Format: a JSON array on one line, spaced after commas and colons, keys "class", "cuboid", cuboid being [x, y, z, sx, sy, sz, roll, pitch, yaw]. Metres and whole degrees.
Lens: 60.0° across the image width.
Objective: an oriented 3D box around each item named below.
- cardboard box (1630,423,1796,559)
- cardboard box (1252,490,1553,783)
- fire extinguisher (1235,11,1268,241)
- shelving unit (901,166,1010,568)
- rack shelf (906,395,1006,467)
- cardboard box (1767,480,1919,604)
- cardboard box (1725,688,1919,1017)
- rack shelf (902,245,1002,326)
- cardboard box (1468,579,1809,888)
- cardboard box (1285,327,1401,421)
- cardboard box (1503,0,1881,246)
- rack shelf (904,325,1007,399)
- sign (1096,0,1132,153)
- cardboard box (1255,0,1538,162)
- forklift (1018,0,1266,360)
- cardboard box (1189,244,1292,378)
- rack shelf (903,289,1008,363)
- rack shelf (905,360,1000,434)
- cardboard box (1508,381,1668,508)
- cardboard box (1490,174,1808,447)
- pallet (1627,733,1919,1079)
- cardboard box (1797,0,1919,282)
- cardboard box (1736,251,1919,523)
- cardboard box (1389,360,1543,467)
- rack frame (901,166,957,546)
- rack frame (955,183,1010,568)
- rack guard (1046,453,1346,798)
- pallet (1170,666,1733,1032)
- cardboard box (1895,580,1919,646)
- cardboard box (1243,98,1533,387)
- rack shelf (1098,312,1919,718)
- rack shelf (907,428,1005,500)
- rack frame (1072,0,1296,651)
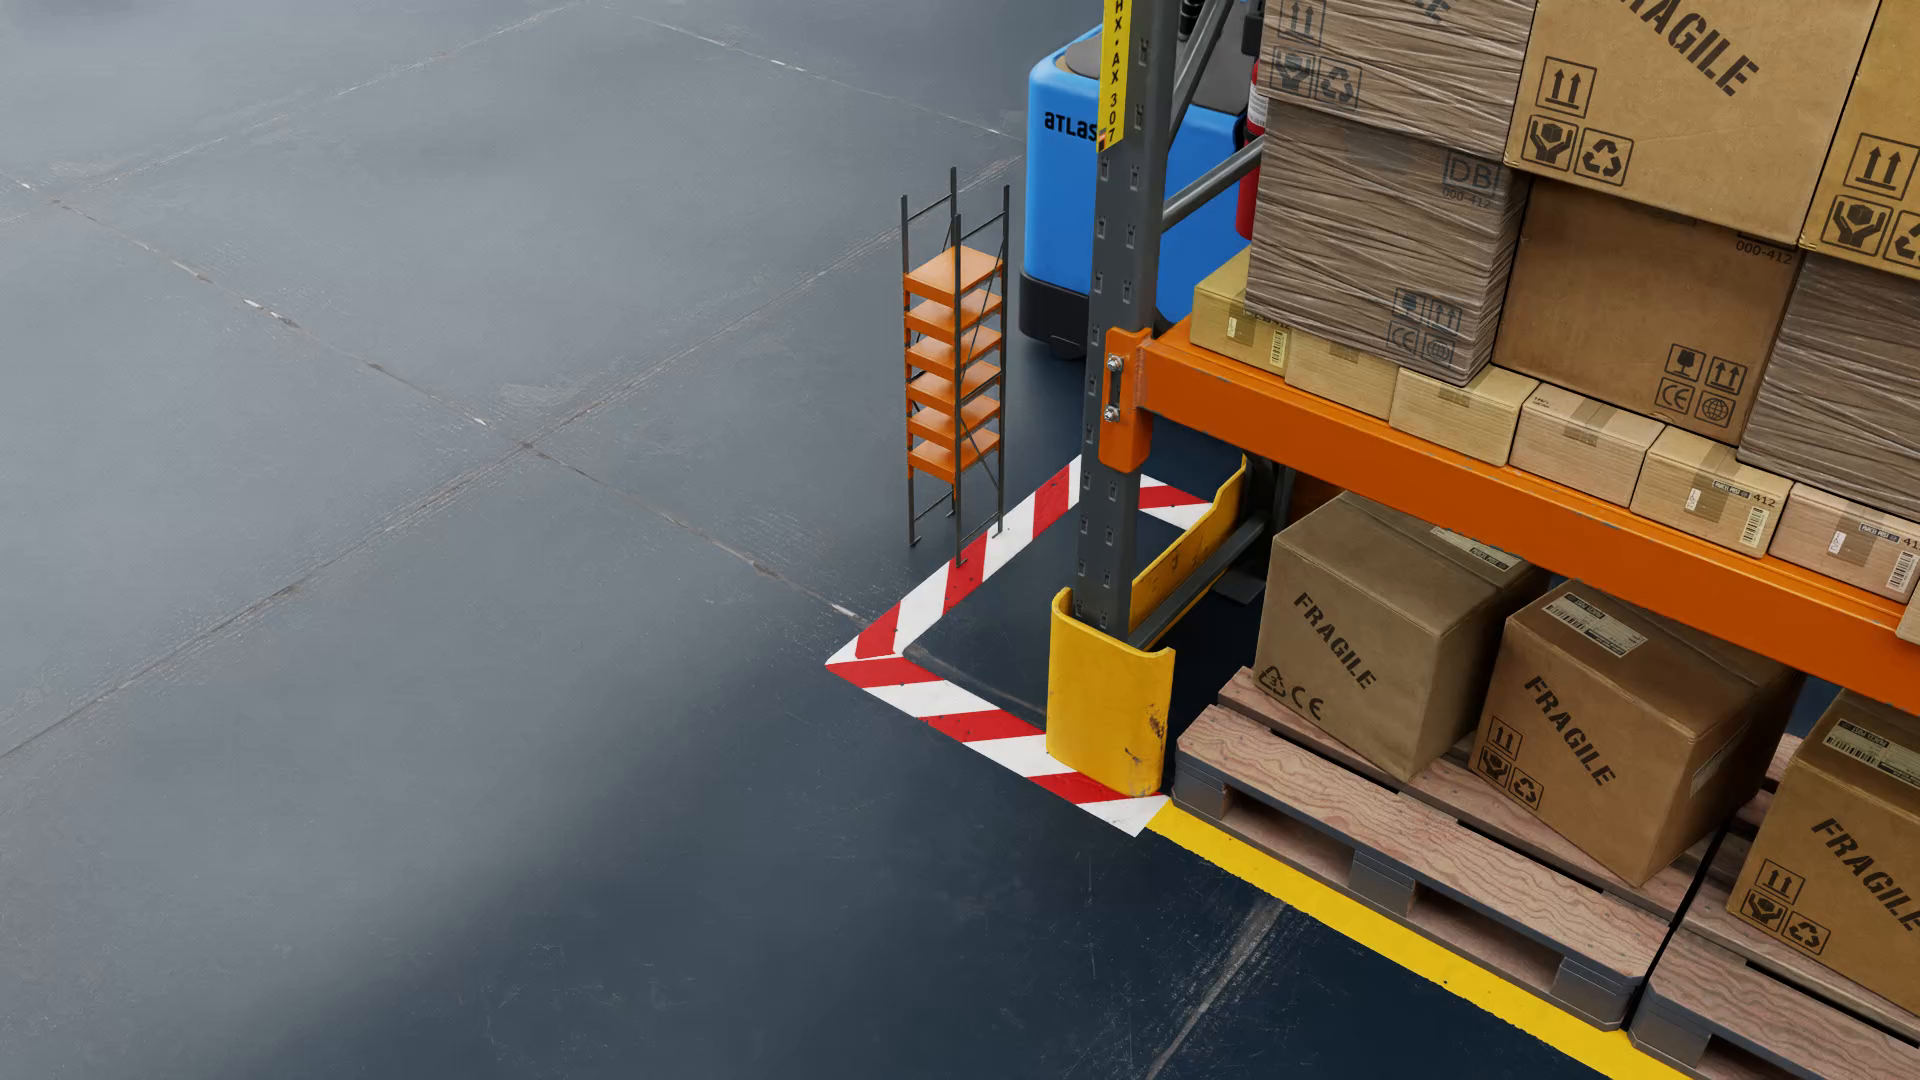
[{"class": "cardboard box", "cuboid": [1.502, -0.157, 3.221, 0.250, 0.149, 0.380, 25, 45, 29]}, {"class": "cardboard box", "cuboid": [1.124, 0.197, 4.252, 0.500, 0.500, 0.500, -29, 46, -32]}, {"class": "fire extinguisher", "cuboid": [0.828, -1.102, 4.287, 0.183, 0.674, 0.296, 25, 45, 29]}, {"class": "shelving unit", "cuboid": [-0.012, -0.478, 4.887, 0.189, 1.200, 0.258, 25, 45, 29]}, {"class": "rack shelf", "cuboid": [-0.012, -0.349, 4.988, 0.180, 0.103, 0.258, 25, 45, 29]}, {"class": "cardboard box", "cuboid": [1.717, -0.076, 3.118, 0.250, 0.149, 0.380, 25, 45, 29]}, {"class": "cardboard box", "cuboid": [2.106, 0.648, 3.676, 0.500, 0.500, 0.500, 30, 47, 32]}, {"class": "rack shelf", "cuboid": [-0.012, -0.727, 4.693, 0.180, 0.103, 0.258, 25, 45, 29]}, {"class": "cardboard box", "cuboid": [1.620, 0.404, 3.987, 0.500, 0.500, 0.500, -25, 45, -29]}, {"class": "cardboard box", "cuboid": [0.907, -0.438, 3.580, 0.250, 0.149, 0.380, 25, 45, 29]}, {"class": "cardboard box", "cuboid": [1.303, -0.884, 2.812, 0.500, 0.500, 0.500, 25, 45, 29]}, {"class": "rack shelf", "cuboid": [-0.012, -0.538, 4.841, 0.180, 0.103, 0.258, 25, 45, 29]}, {"class": "sign", "cuboid": [0.309, -0.939, 3.314, 0.005, 0.325, 0.100, 25, 45, 29]}, {"class": "cardboard box", "cuboid": [0.910, -1.074, 3.056, 0.500, 0.500, 0.500, 25, 45, 29]}, {"class": "forklift", "cuboid": [1.719, -1.614, 4.934, 3.031, 2.935, 1.130, 23, 43, 26]}, {"class": "cardboard box", "cuboid": [0.720, -0.541, 3.712, 0.250, 0.149, 0.380, 25, 45, 29]}, {"class": "rack shelf", "cuboid": [-0.012, -0.632, 4.767, 0.180, 0.103, 0.258, 25, 45, 29]}, {"class": "rack shelf", "cuboid": [-0.012, -0.443, 4.915, 0.180, 0.103, 0.258, 25, 45, 29]}, {"class": "cardboard box", "cuboid": [1.308, -0.254, 3.345, 0.250, 0.149, 0.380, 25, 45, 29]}, {"class": "cardboard box", "cuboid": [1.529, -0.672, 3.353, 0.500, 0.500, 0.875, 25, 45, 29]}, {"class": "pallet", "cuboid": [2.288, 1.041, 3.749, 1.213, 0.211, 1.003, 25, 45, 29]}, {"class": "cardboard box", "cuboid": [1.701, -0.697, 2.574, 0.500, 0.500, 0.500, 25, 45, 29]}, {"class": "cardboard box", "cuboid": [1.900, -0.464, 3.087, 0.500, 0.500, 0.875, 25, 45, 29]}, {"class": "cardboard box", "cuboid": [1.097, -0.337, 3.451, 0.250, 0.149, 0.380, 25, 45, 29]}, {"class": "rack frame", "cuboid": [-0.084, -0.512, 4.931, 0.006, 1.200, 0.240, 25, 45, 29]}, {"class": "rack frame", "cuboid": [0.061, -0.444, 4.843, 0.006, 1.200, 0.240, 25, 45, 29]}, {"class": "rack guard", "cuboid": [0.699, 0.149, 4.654, 0.348, 0.500, 1.175, 25, 45, 29]}, {"class": "pallet", "cuboid": [1.323, 0.584, 4.332, 1.213, 0.211, 1.003, 25, 45, 29]}, {"class": "cardboard box", "cuboid": [1.853, 0.068, 2.934, 0.250, 0.149, 0.380, 25, 45, 29]}, {"class": "cardboard box", "cuboid": [1.059, -0.801, 3.517, 0.500, 0.500, 0.875, 25, 45, 29]}, {"class": "rack shelf", "cuboid": [2.227, 0.169, 3.185, 4.000, 0.370, 1.077, 25, 45, 29]}, {"class": "rack shelf", "cuboid": [-0.012, -0.254, 5.062, 0.180, 0.103, 0.258, 25, 45, 29]}, {"class": "rack frame", "cuboid": [0.639, -0.864, 3.920, 0.127, 3.000, 1.000, 25, 45, 29]}]
